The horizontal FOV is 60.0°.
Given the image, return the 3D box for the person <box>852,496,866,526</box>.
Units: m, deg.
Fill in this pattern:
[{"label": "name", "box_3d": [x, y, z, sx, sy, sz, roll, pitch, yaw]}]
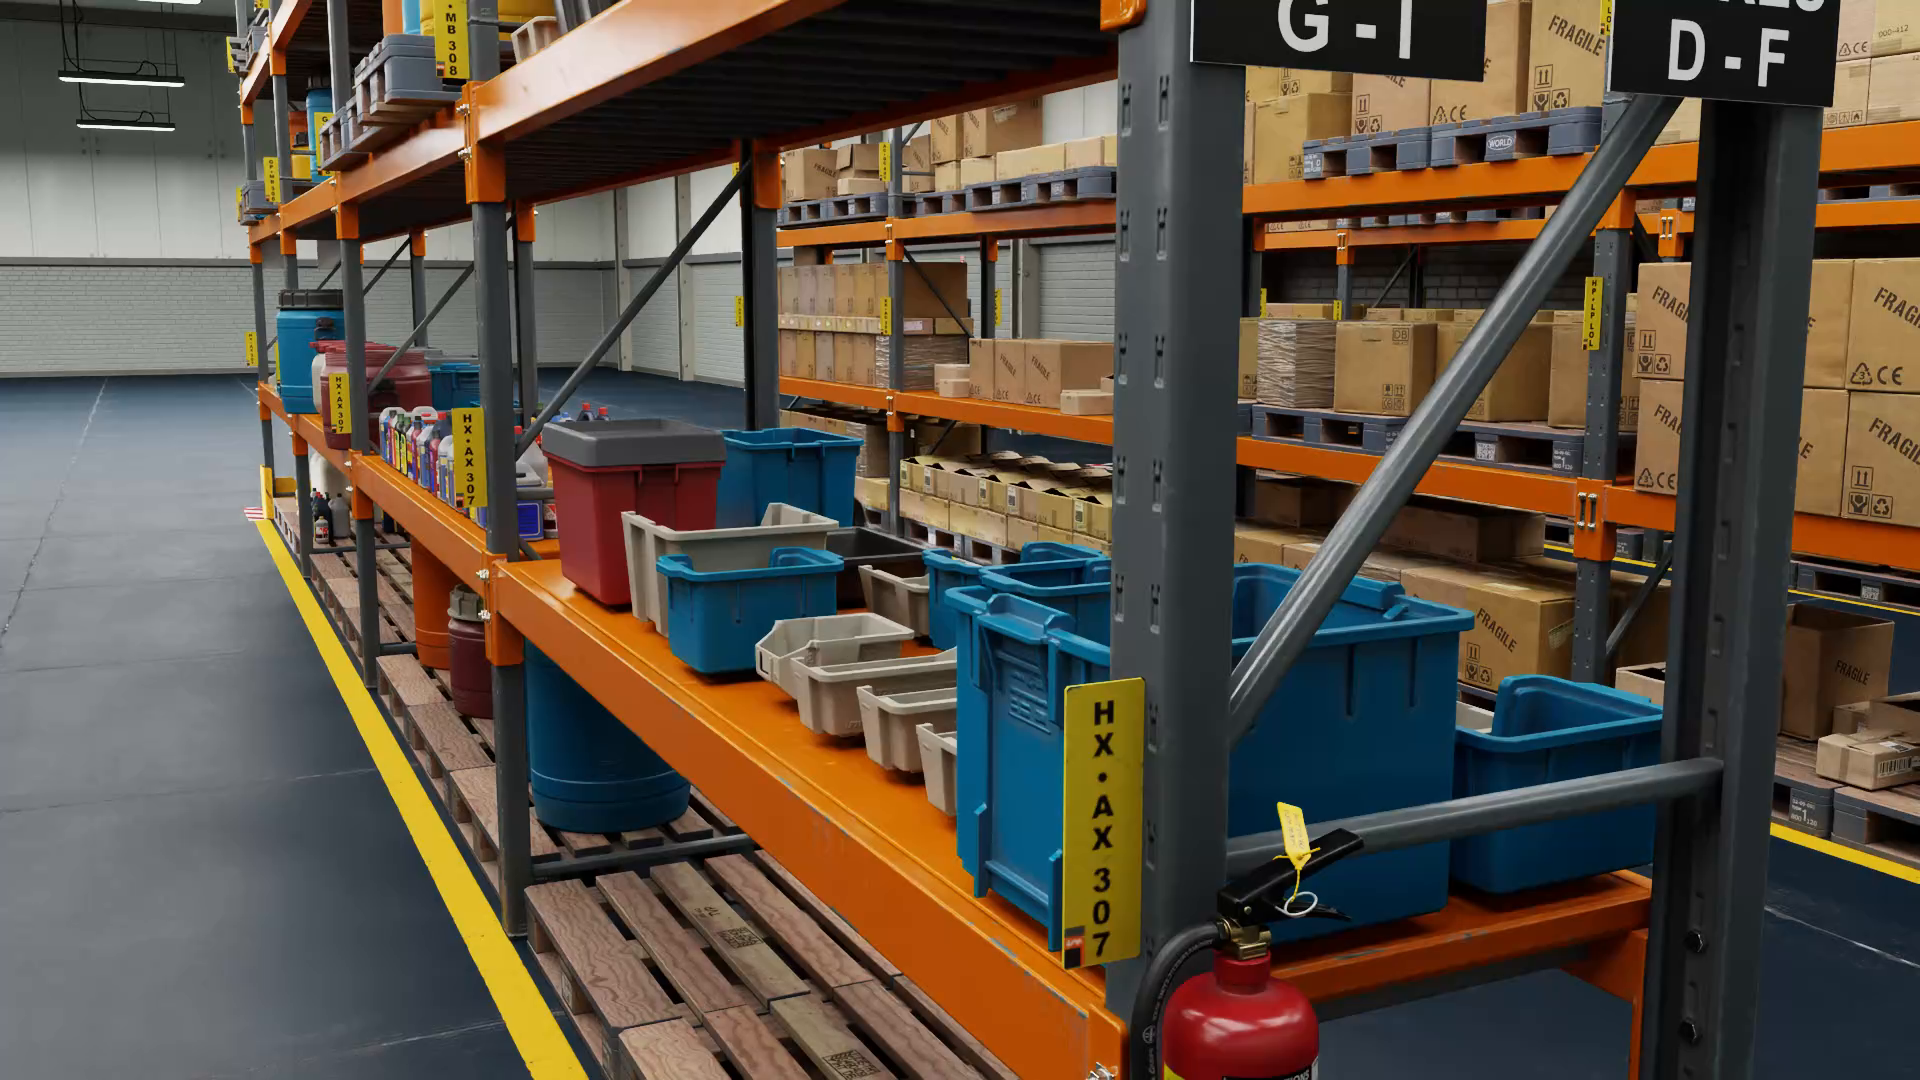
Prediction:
[{"label": "person", "box_3d": [-1.005, 0.163, 9.659, 0.931, 1.184, 0.475, -5, 10, -28]}]
